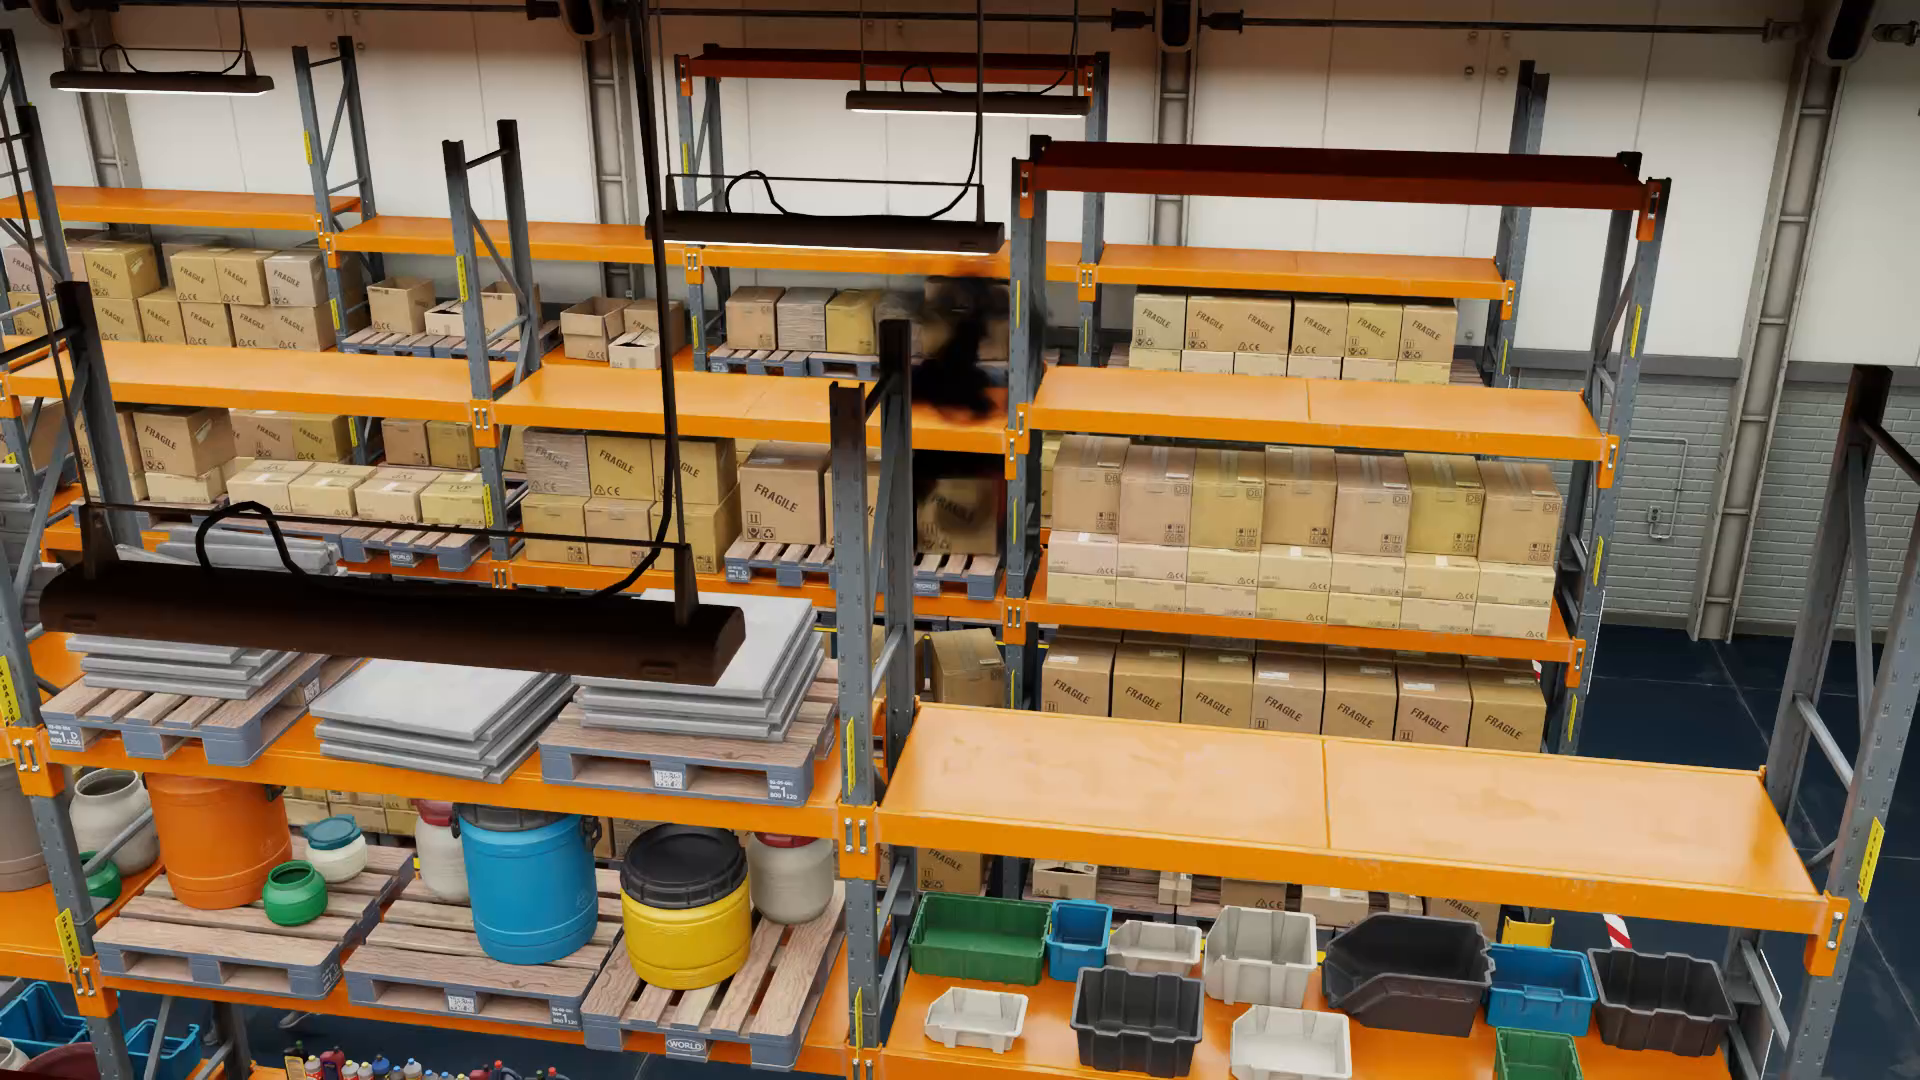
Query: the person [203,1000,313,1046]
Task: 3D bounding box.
[{"bbox_3d":[-5.020,2.770,11.653,0.794,1.755,0.564,1,23,3],"label":"person"}]
